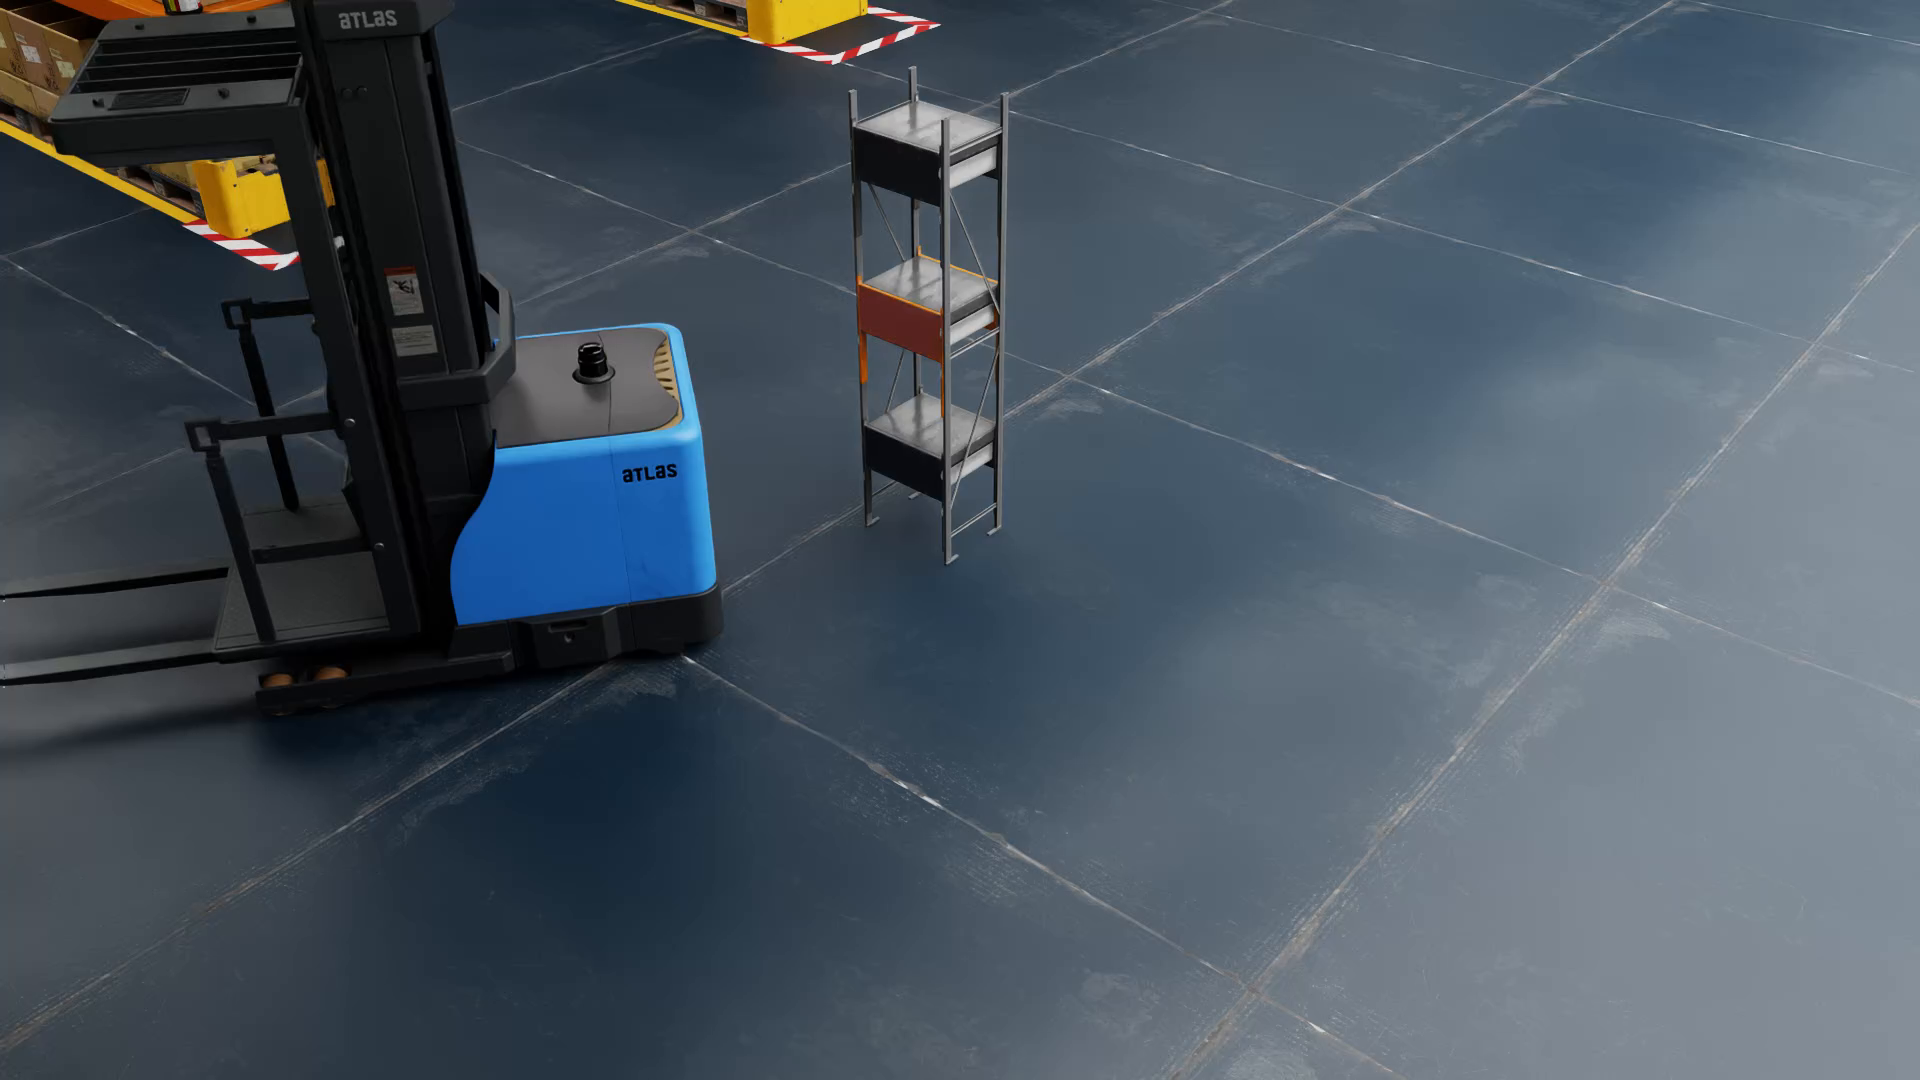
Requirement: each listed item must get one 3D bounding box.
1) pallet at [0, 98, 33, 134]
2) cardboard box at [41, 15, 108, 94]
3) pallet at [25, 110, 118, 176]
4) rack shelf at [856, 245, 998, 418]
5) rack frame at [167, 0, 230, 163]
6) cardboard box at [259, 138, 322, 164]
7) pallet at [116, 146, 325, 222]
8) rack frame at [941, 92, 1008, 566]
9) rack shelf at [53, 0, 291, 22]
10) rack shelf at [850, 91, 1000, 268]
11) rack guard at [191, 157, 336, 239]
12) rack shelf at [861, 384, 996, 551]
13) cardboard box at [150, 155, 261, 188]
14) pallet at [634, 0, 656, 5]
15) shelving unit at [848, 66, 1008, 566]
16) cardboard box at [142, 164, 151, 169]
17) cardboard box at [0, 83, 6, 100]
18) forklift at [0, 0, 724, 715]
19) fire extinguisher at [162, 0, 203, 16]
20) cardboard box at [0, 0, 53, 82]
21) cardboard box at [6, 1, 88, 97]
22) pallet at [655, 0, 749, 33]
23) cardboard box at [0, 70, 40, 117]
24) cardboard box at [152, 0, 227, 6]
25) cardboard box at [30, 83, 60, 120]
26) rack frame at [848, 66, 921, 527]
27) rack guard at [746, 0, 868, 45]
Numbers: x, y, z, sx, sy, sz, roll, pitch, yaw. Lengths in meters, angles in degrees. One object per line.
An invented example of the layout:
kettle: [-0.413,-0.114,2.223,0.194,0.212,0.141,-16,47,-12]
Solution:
pallet: [-6.852,-3.445,12.580,1.213,0.211,1.003,25,42,32]
cardboard box: [-5.743,-3.221,11.187,0.500,0.500,0.500,25,42,32]
pallet: [-5.910,-3.003,11.937,1.213,0.211,1.003,25,42,32]
rack shelf: [-0.127,-0.914,7.251,0.480,0.518,0.431,25,42,32]
rack frame: [-4.362,-3.452,10.127,0.127,3.000,1.000,25,42,32]
cardboard box: [-4.632,-2.783,11.210,0.500,0.250,0.500,25,42,32]
pallet: [-4.977,-2.561,11.293,1.213,0.211,1.003,25,42,32]
rack frame: [0.060,-0.837,7.114,0.015,2.100,0.400,25,42,32]
rack shelf: [-5.899,-3.880,11.386,4.000,0.370,1.077,25,42,32]
rack shelf: [-0.127,-1.491,6.854,0.480,0.518,0.431,25,42,32]
rack guard: [-4.344,-2.413,10.822,0.348,0.500,1.175,25,42,32]
rack shelf: [-0.127,-0.337,7.647,0.480,0.518,0.431,25,42,32]
cardboard box: [-4.964,-2.557,10.882,0.500,0.250,0.500,25,42,32]
pallet: [-2.833,-5.202,15.138,1.213,0.211,1.003,25,42,32]
shelving unit: [-0.127,-0.926,7.243,0.503,2.100,0.431,25,42,32]
cardboard box: [-5.356,-2.733,11.138,0.500,0.250,0.500,25,42,32]
cardboard box: [-6.893,-3.457,12.193,0.500,0.250,0.500,25,42,32]
forklift: [-2.579,-0.830,6.369,3.031,2.935,1.130,-8,35,-11]
fire extinguisher: [-4.569,-3.175,9.792,0.183,0.674,0.296,25,42,32]
cardboard box: [-6.512,-3.583,11.714,0.500,0.500,0.500,25,42,32]
cardboard box: [-6.126,-3.403,11.451,0.500,0.500,0.500,25,42,32]
pallet: [-1.900,-4.760,14.495,1.213,0.211,1.003,25,42,32]
cardboard box: [-6.512,-3.274,11.926,0.500,0.250,0.500,25,42,32]
cardboard box: [-4.713,-3.668,10.353,0.500,0.500,0.700,25,42,32]
cardboard box: [-6.124,-3.096,11.666,0.500,0.250,0.500,25,42,32]
rack frame: [-0.315,-1.014,7.372,0.015,2.100,0.400,25,42,32]
rack guard: [-1.279,-4.582,13.981,0.348,0.500,1.175,25,42,32]
